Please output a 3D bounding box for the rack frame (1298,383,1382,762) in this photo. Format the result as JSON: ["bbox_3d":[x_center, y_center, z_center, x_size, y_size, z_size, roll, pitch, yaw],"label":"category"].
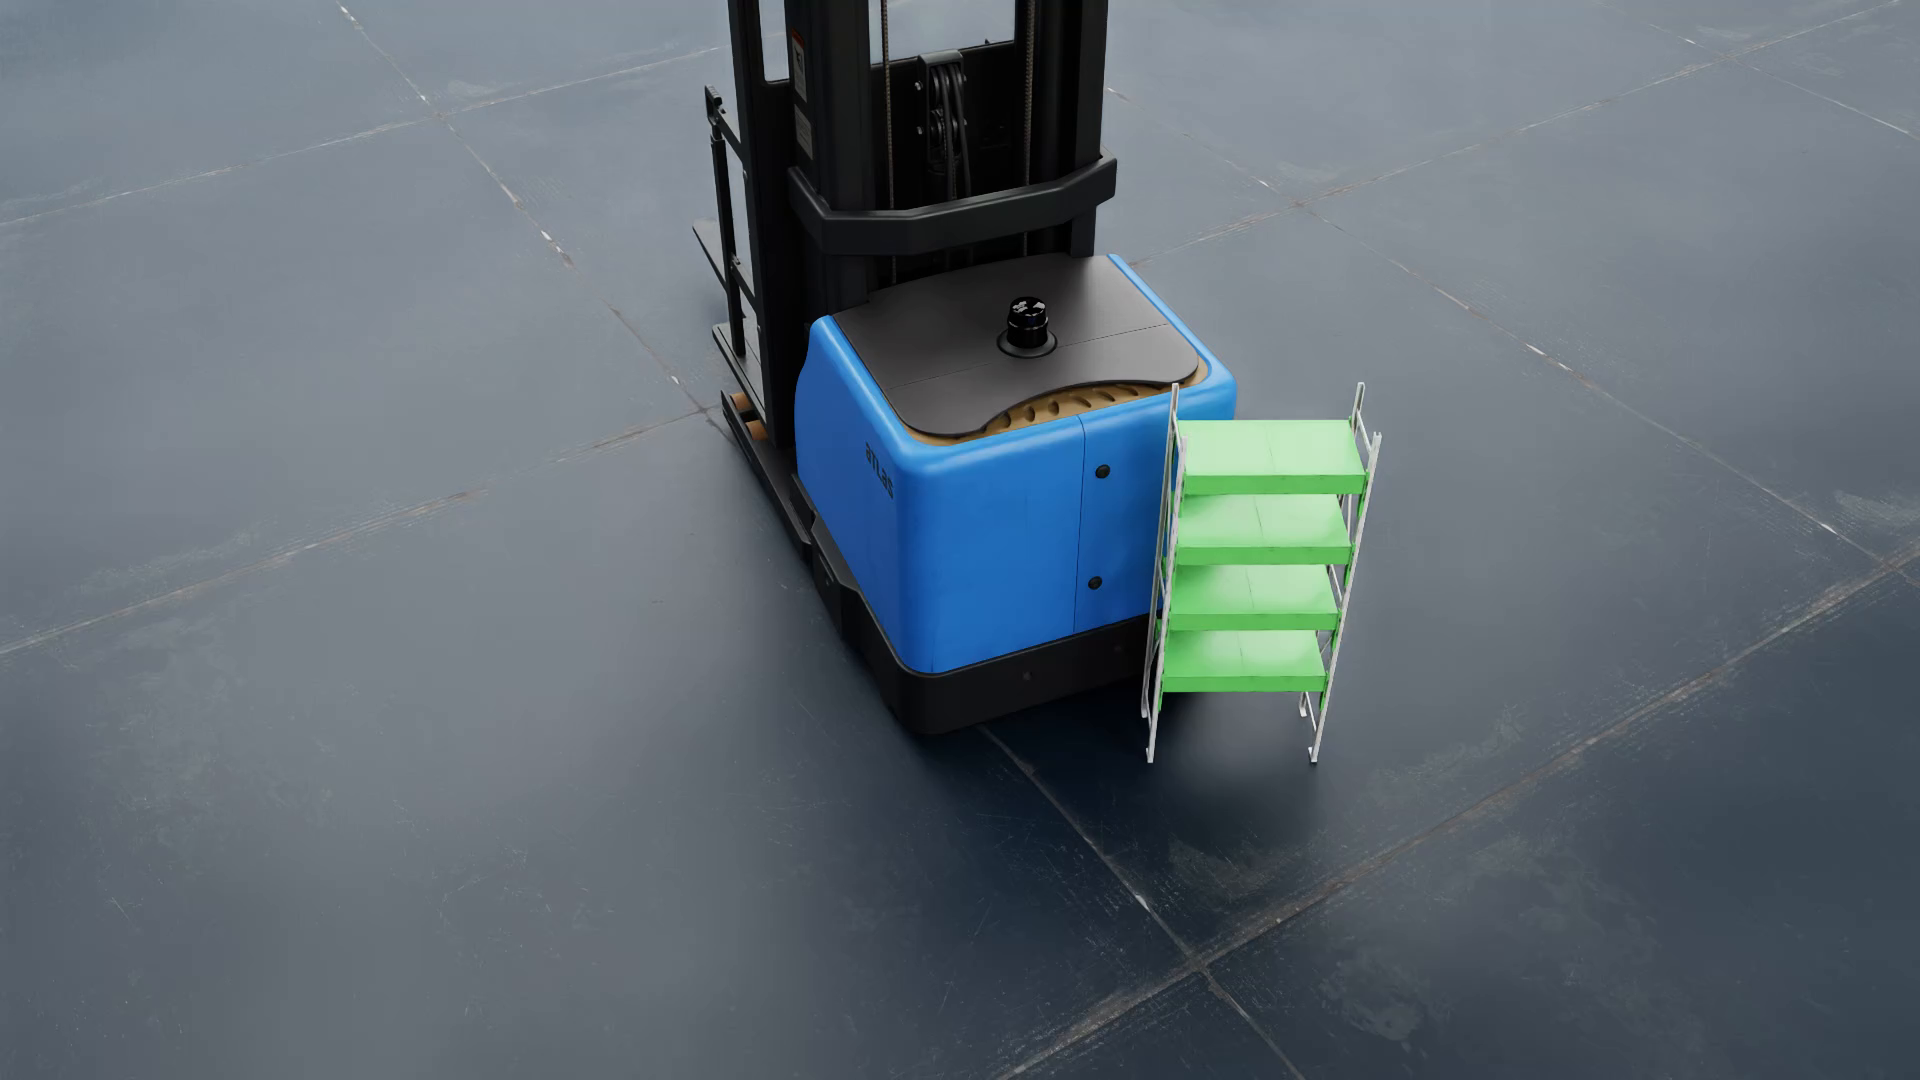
[{"bbox_3d":[1.054,0.124,4.664,0.015,1.200,0.240,0,40,0],"label":"rack frame"}]

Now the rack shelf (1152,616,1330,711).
[{"bbox_3d":[0.810,0.359,4.857,0.480,0.148,0.258,0,40,0],"label":"rack shelf"}]

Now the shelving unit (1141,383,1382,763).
[{"bbox_3d":[0.810,0.125,4.663,0.503,1.200,0.258,0,40,0],"label":"shelving unit"}]

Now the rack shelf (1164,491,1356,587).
[{"bbox_3d":[0.810,-0.010,4.550,0.480,0.148,0.258,0,40,0],"label":"rack shelf"}]

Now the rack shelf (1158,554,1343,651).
[{"bbox_3d":[0.810,0.174,4.703,0.480,0.148,0.258,0,40,0],"label":"rack shelf"}]

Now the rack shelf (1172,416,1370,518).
[{"bbox_3d":[0.810,-0.195,4.396,0.480,0.148,0.258,0,40,0],"label":"rack shelf"}]

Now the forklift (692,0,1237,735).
[{"bbox_3d":[-0.238,-1.495,5.254,1.130,2.935,3.031,-15,42,-17],"label":"forklift"}]

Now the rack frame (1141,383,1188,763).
[{"bbox_3d":[0.566,0.126,4.661,0.015,1.200,0.240,0,40,0],"label":"rack frame"}]
